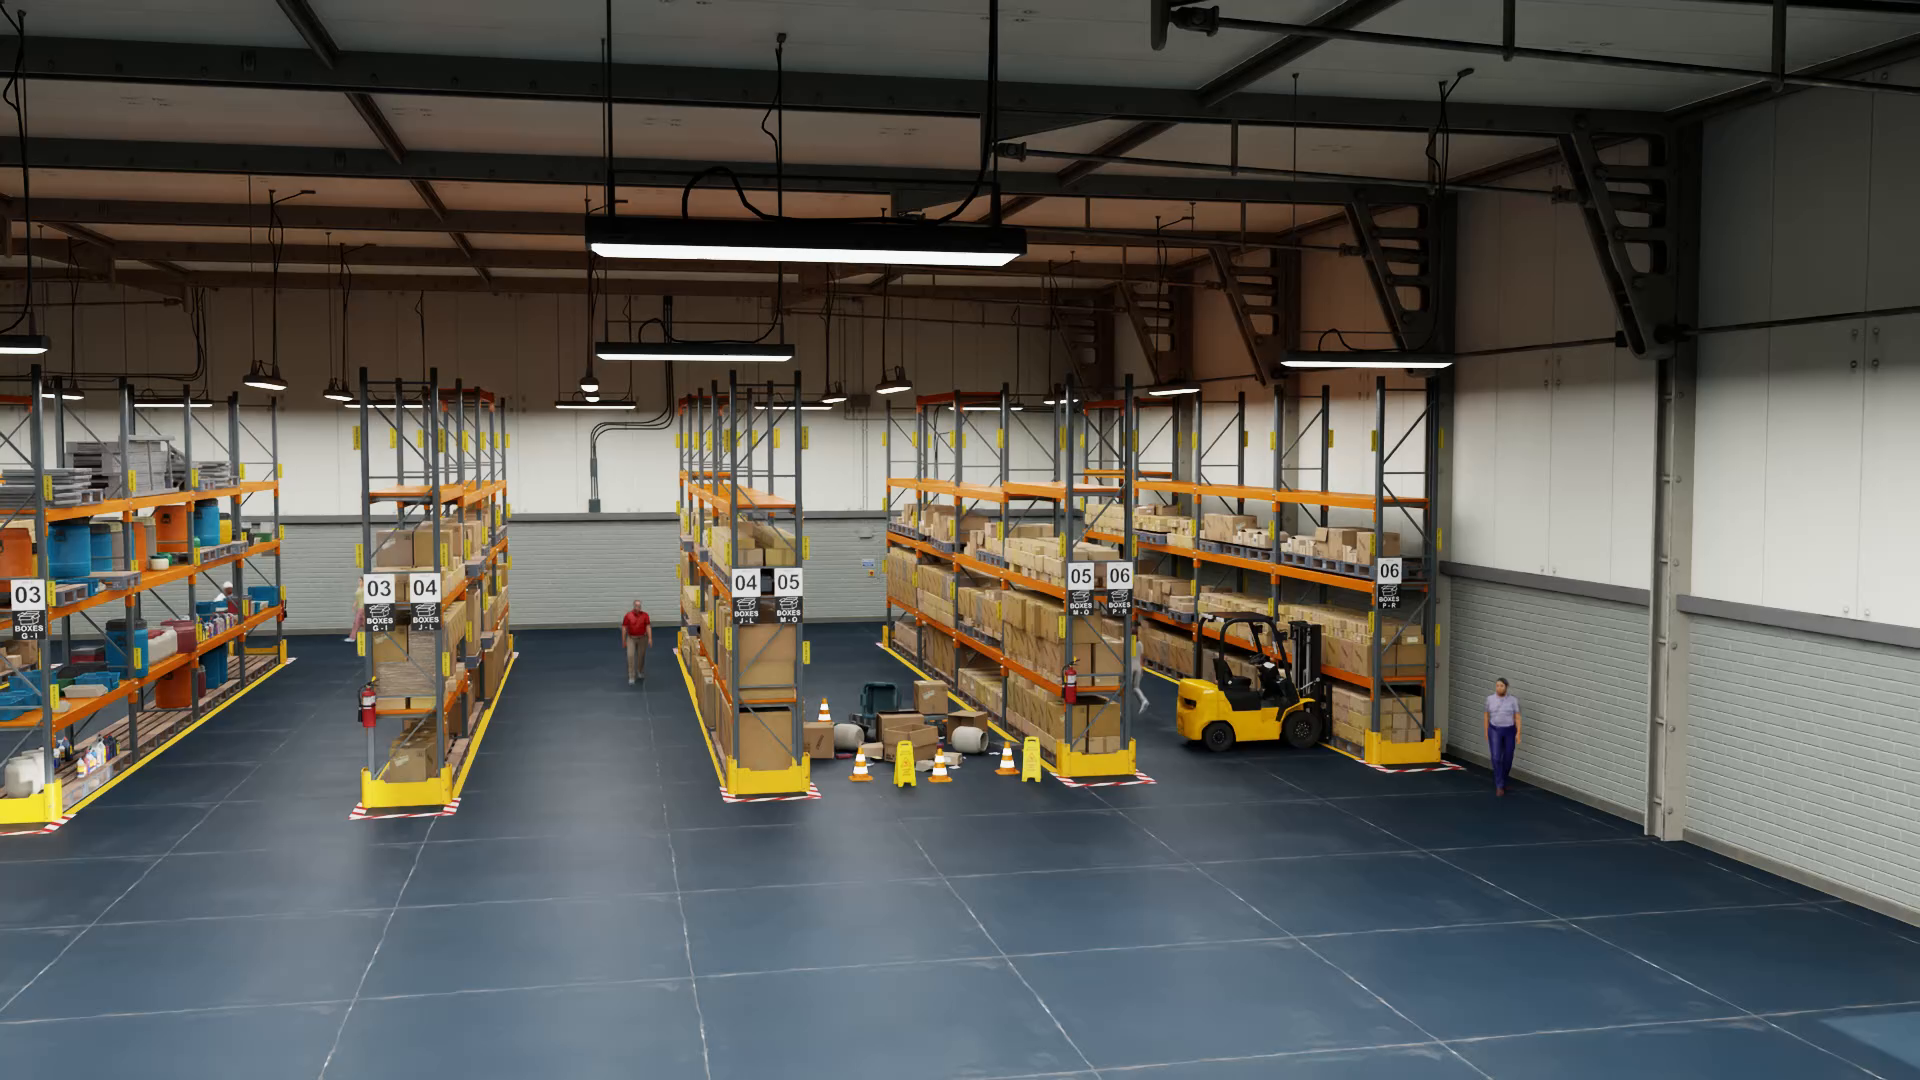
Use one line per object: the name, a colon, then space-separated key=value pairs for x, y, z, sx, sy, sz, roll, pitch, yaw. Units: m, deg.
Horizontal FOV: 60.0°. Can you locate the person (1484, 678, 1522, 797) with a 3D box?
person: x=7.725 y=2.801 z=23.650 sx=0.493 sy=1.690 sz=0.642 roll=1 pitch=3 yaw=12

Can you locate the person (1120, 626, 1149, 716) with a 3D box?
person: x=3.149 y=2.380 z=29.968 sx=0.482 sy=1.656 sz=0.661 roll=-2 pitch=4 yaw=-24

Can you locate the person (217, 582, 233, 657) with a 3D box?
person: x=-16.991 y=1.835 z=38.417 sx=0.566 sy=1.748 sz=0.635 roll=0 pitch=3 yaw=2

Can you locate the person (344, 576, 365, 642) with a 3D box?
person: x=-14.984 y=1.715 z=41.551 sx=0.495 sy=1.623 sz=0.955 roll=3 pitch=5 yaw=42

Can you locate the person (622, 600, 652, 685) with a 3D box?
person: x=-6.709 y=2.092 z=34.536 sx=0.612 sy=1.691 sz=1.005 roll=-1 pitch=3 yaw=-13
